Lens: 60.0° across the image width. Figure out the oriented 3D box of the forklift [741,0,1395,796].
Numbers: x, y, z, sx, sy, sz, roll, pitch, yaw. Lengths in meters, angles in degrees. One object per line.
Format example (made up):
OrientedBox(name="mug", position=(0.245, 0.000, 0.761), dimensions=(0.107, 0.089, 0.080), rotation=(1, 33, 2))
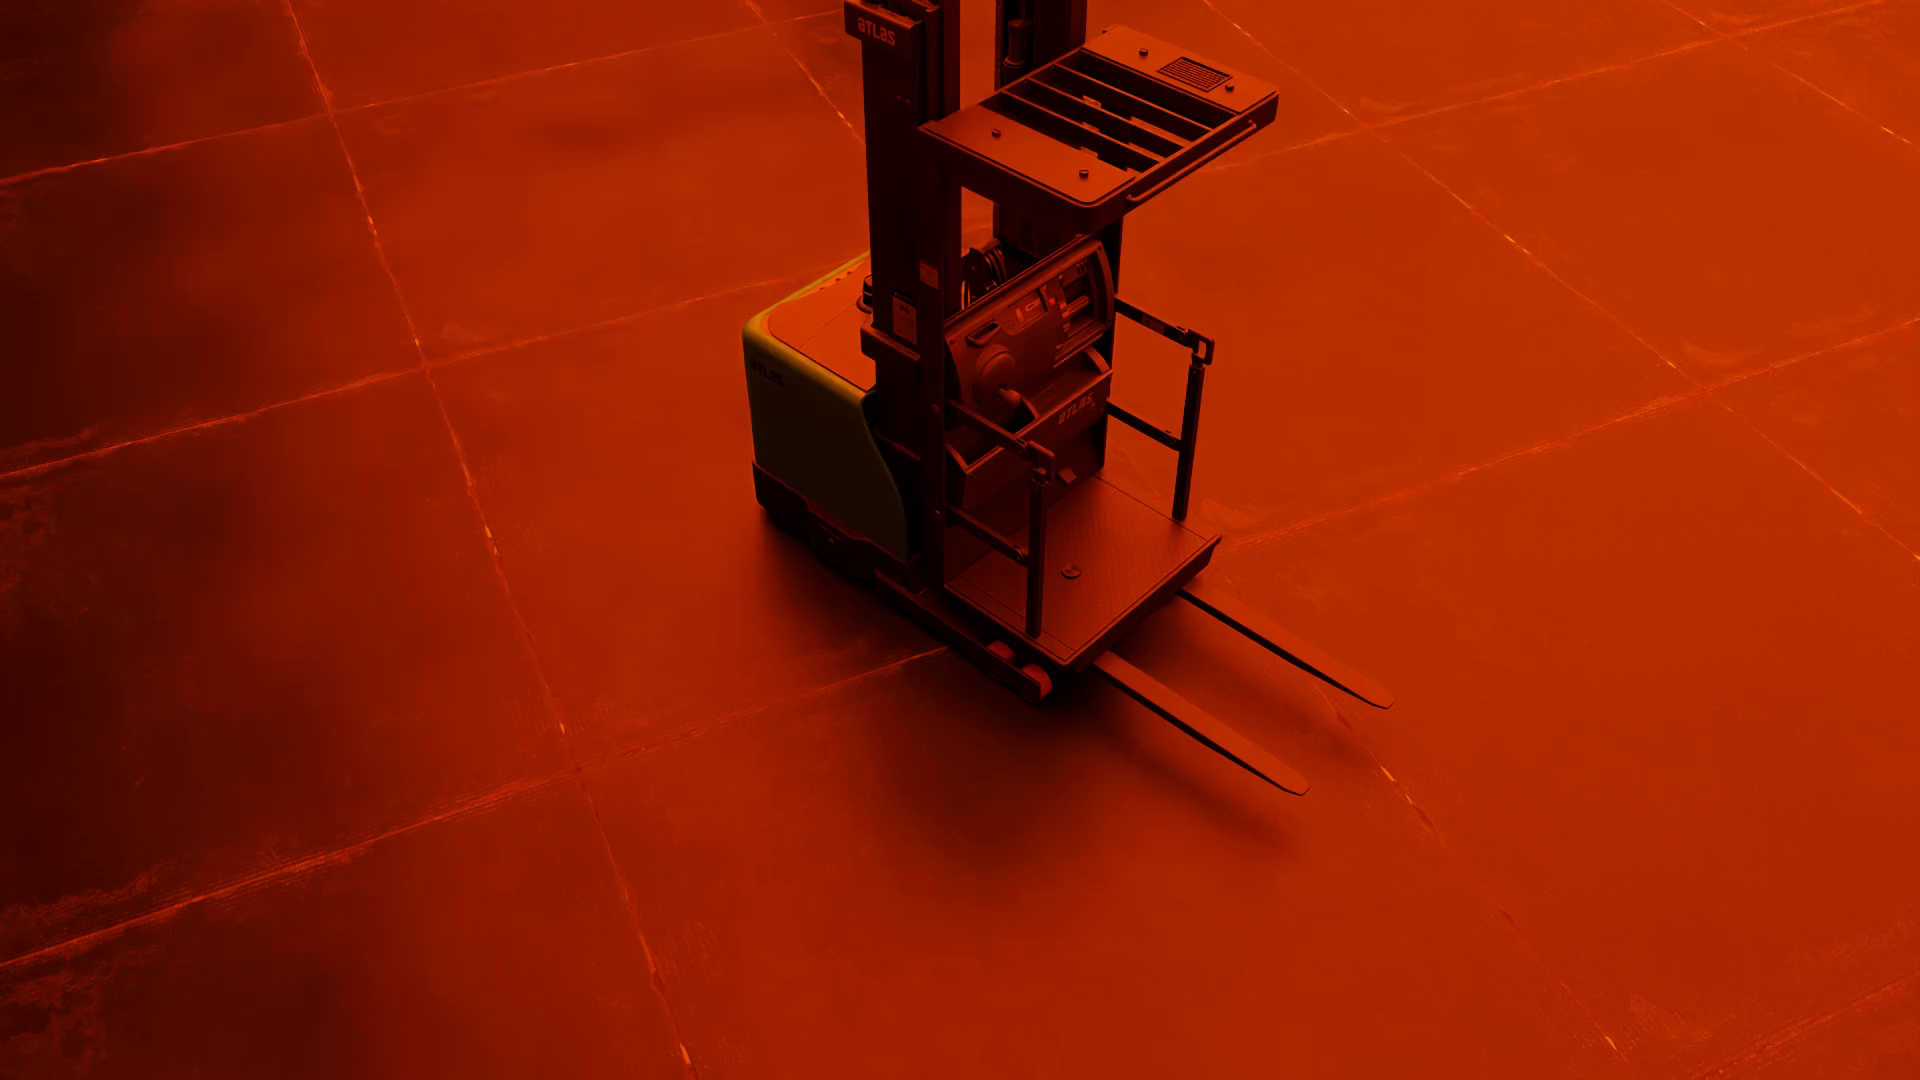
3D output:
OrientedBox(name="forklift", position=(0.445, -0.788, 6.525), dimensions=(3.031, 2.935, 1.130), rotation=(32, 52, 30))
